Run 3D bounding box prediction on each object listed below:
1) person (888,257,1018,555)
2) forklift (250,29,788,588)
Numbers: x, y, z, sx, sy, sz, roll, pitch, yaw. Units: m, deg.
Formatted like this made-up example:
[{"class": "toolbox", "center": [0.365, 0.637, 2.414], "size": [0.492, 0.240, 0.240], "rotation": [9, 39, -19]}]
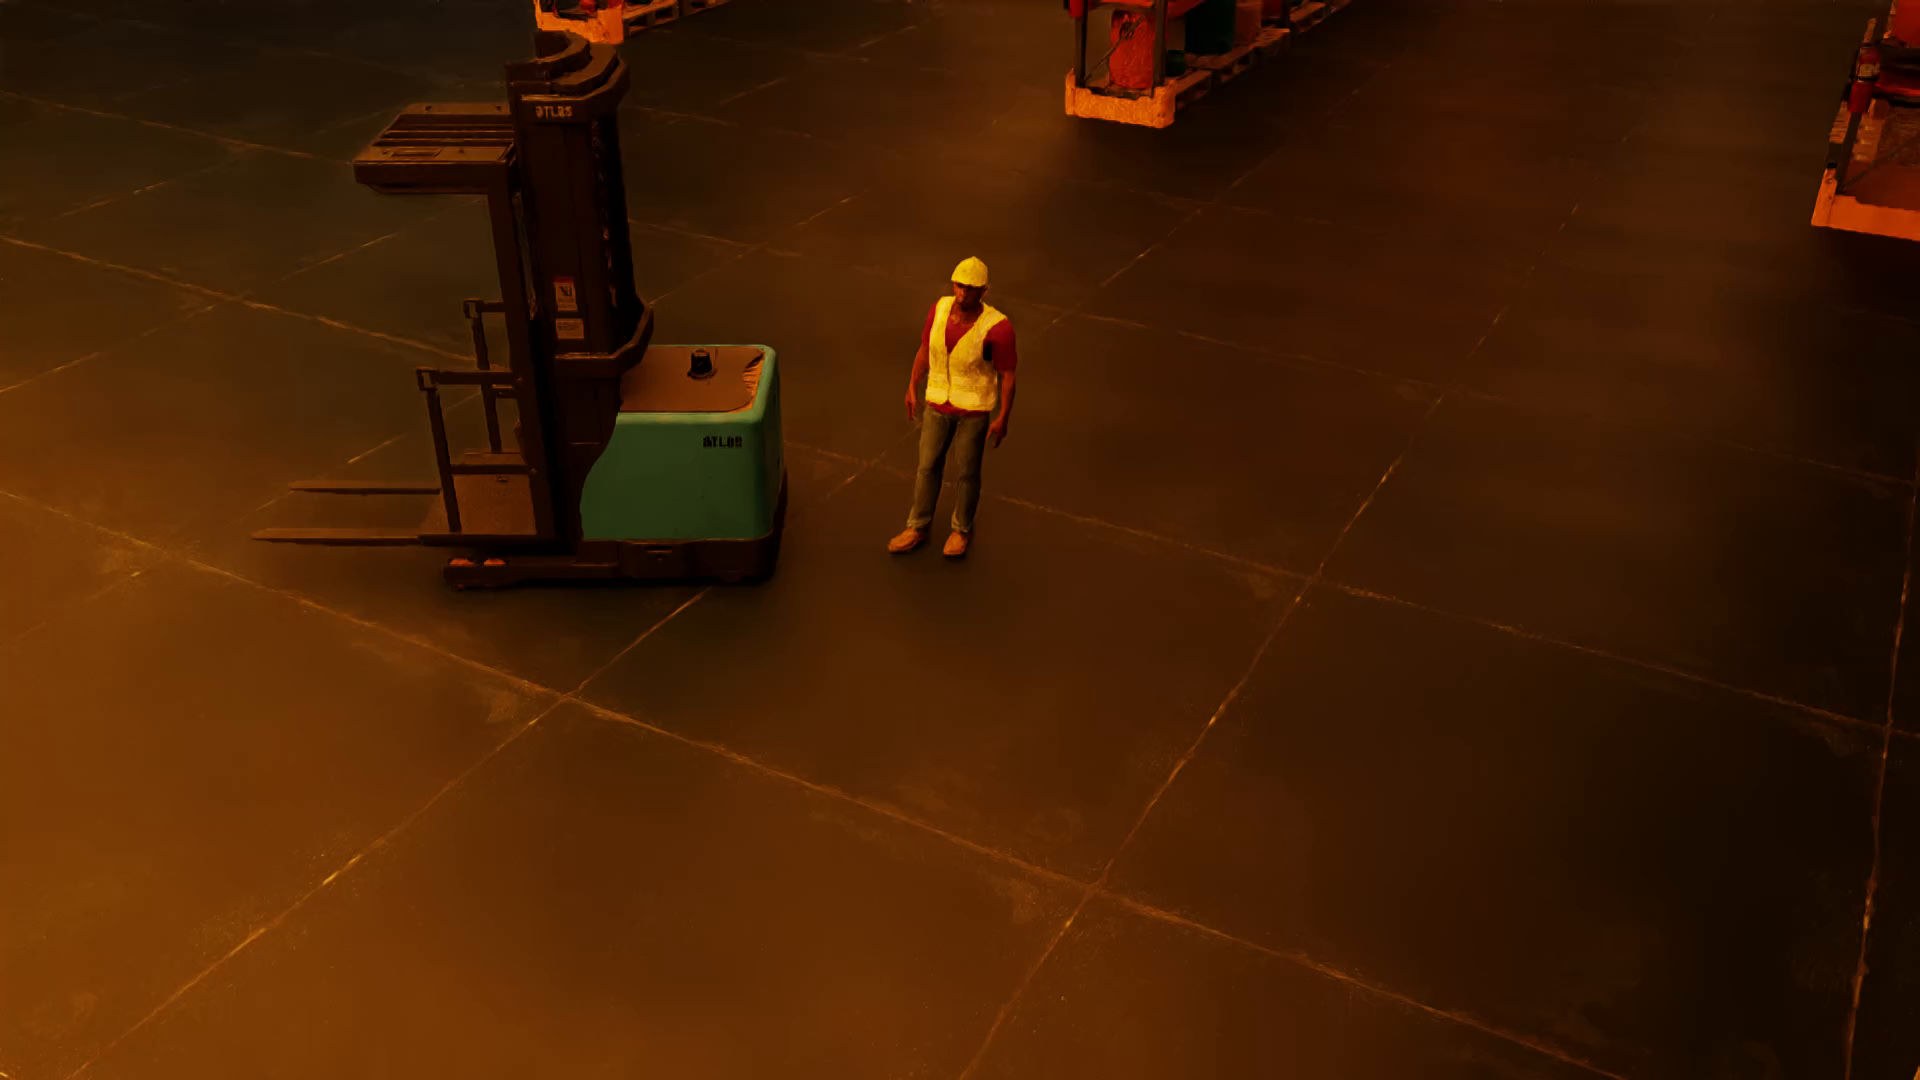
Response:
[{"class": "person", "center": [-0.038, -0.742, 9.507], "size": [0.665, 1.766, 0.576], "rotation": [15, 33, 25]}, {"class": "forklift", "center": [-2.582, -1.262, 9.257], "size": [3.031, 2.935, 1.130], "rotation": [0, 30, 0]}]
